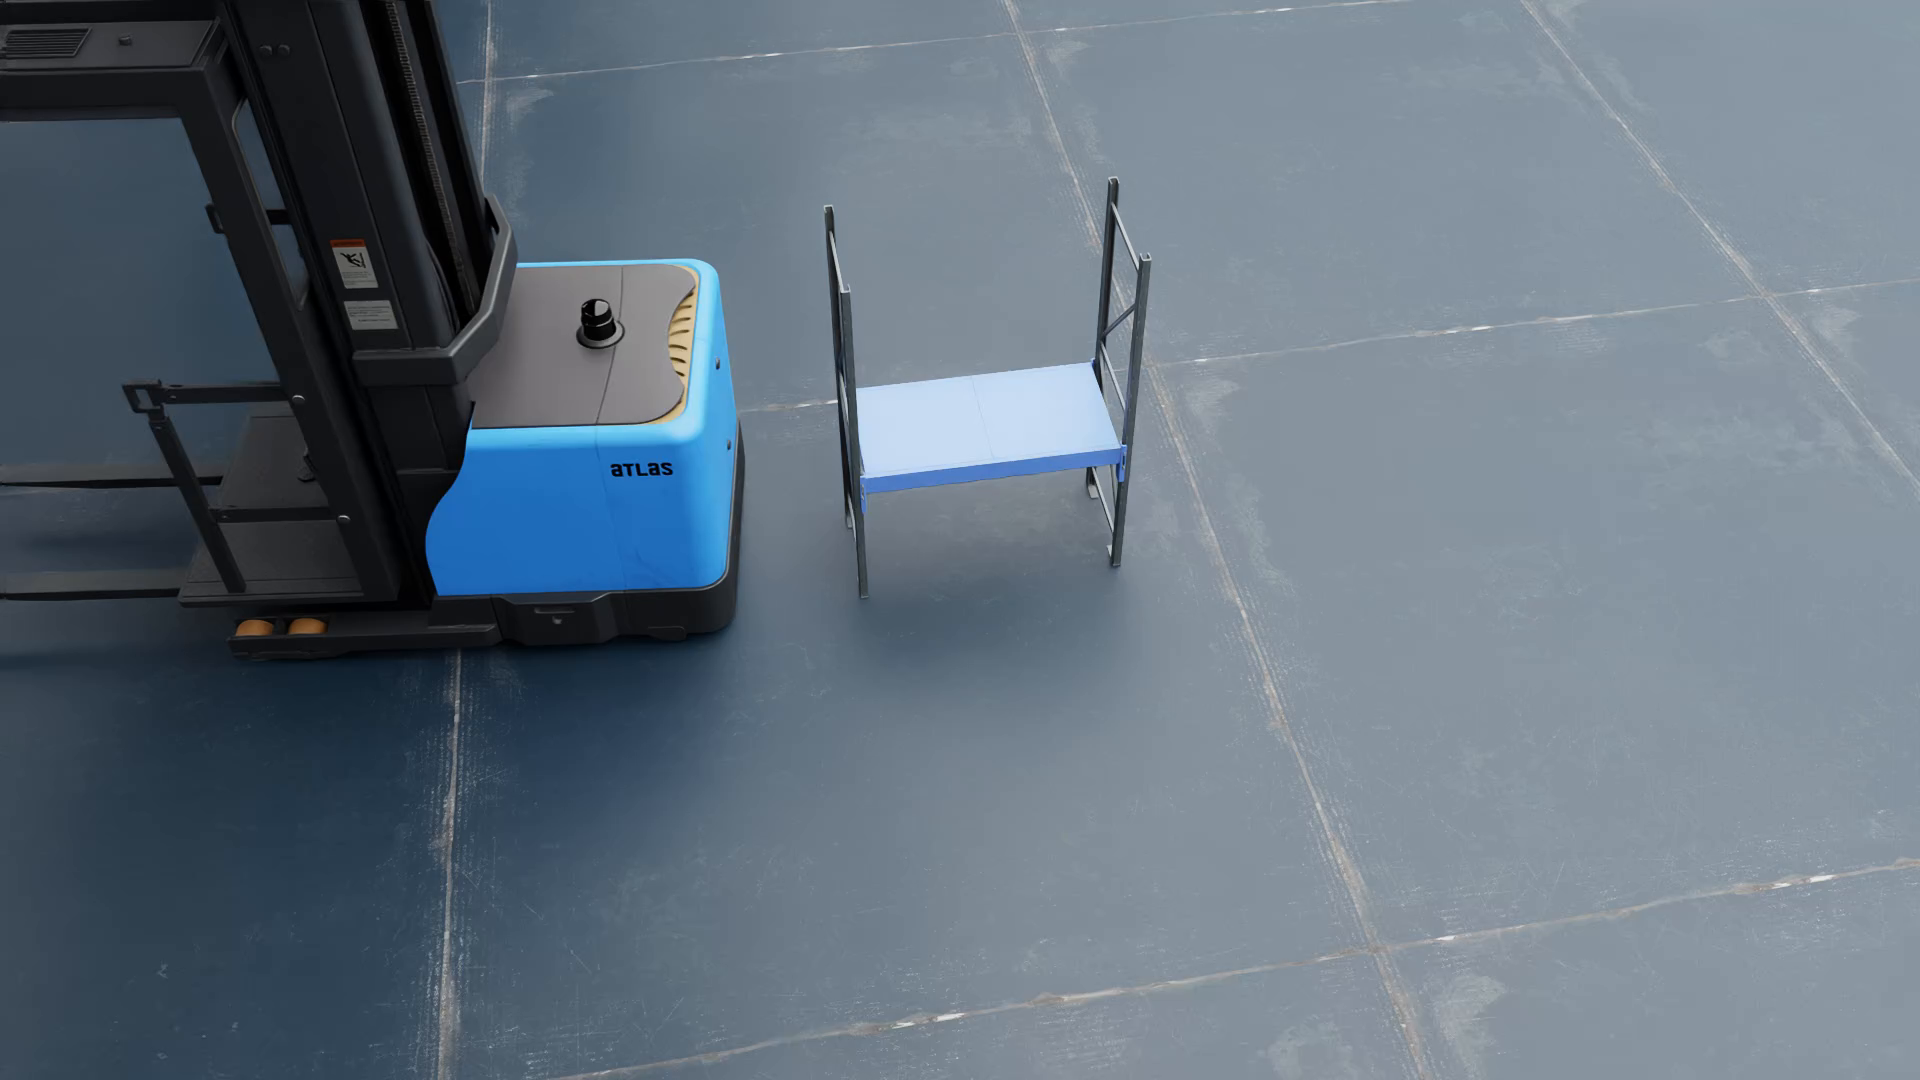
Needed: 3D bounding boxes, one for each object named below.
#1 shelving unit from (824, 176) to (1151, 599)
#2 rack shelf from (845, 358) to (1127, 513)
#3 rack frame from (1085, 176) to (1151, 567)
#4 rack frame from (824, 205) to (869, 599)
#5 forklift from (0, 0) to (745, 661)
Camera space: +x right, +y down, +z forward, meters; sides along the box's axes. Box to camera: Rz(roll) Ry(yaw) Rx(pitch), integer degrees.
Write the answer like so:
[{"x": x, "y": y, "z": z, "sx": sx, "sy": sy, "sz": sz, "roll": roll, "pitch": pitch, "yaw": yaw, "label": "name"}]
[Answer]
[{"x": 0.084, "y": -0.531, "z": 6.220, "sx": 1.048, "sy": 1.500, "sz": 0.538, "roll": -7, "pitch": 46, "yaw": -7, "label": "shelving unit"}, {"x": 0.084, "y": -0.406, "z": 6.350, "sx": 1.000, "sy": 0.185, "sz": 0.538, "roll": -7, "pitch": 46, "yaw": -7, "label": "rack shelf"}, {"x": 0.585, "y": -0.593, "z": 6.280, "sx": 0.032, "sy": 1.500, "sz": 0.500, "roll": -7, "pitch": 46, "yaw": -7, "label": "rack frame"}, {"x": -0.417, "y": -0.468, "z": 6.160, "sx": 0.032, "sy": 1.500, "sz": 0.500, "roll": -7, "pitch": 46, "yaw": -7, "label": "rack frame"}, {"x": -2.395, "y": -0.950, "z": 5.630, "sx": 3.031, "sy": 2.935, "sz": 1.130, "roll": -2, "pitch": 46, "yaw": -2, "label": "forklift"}]
